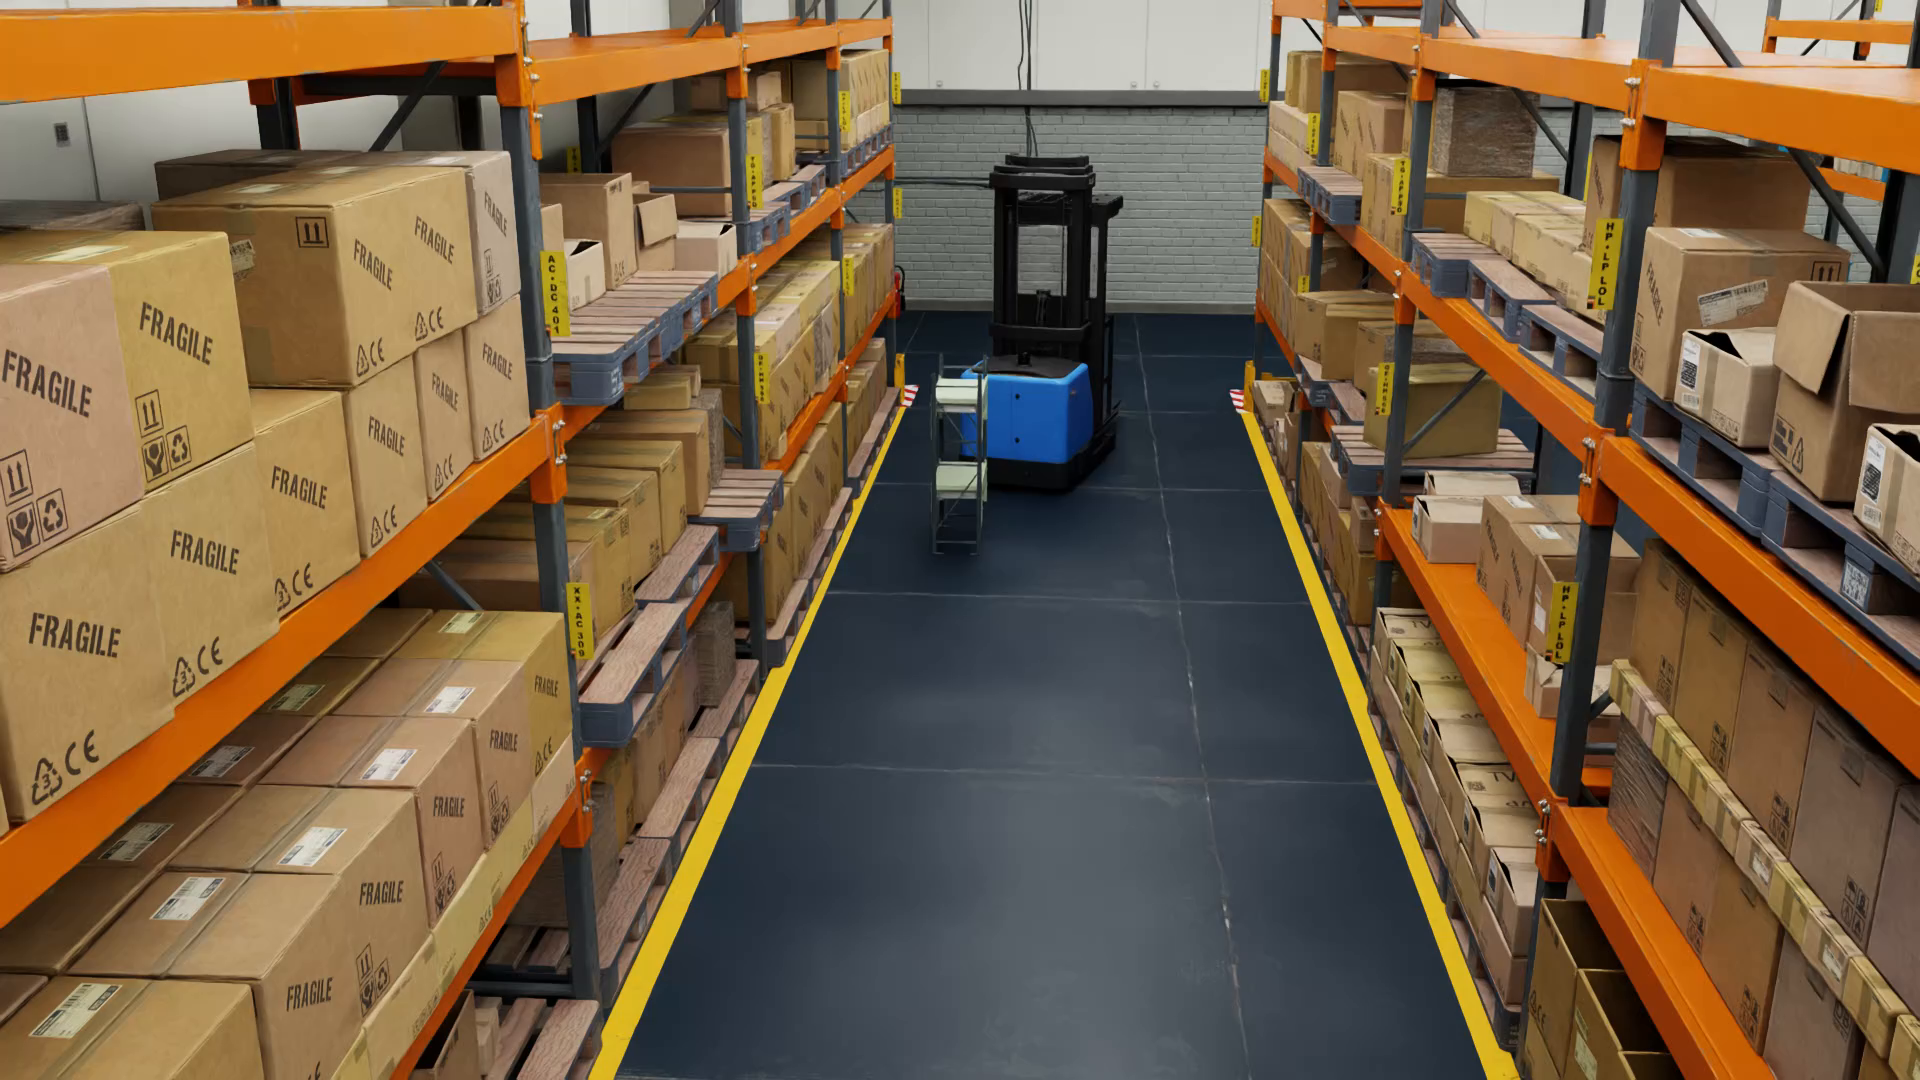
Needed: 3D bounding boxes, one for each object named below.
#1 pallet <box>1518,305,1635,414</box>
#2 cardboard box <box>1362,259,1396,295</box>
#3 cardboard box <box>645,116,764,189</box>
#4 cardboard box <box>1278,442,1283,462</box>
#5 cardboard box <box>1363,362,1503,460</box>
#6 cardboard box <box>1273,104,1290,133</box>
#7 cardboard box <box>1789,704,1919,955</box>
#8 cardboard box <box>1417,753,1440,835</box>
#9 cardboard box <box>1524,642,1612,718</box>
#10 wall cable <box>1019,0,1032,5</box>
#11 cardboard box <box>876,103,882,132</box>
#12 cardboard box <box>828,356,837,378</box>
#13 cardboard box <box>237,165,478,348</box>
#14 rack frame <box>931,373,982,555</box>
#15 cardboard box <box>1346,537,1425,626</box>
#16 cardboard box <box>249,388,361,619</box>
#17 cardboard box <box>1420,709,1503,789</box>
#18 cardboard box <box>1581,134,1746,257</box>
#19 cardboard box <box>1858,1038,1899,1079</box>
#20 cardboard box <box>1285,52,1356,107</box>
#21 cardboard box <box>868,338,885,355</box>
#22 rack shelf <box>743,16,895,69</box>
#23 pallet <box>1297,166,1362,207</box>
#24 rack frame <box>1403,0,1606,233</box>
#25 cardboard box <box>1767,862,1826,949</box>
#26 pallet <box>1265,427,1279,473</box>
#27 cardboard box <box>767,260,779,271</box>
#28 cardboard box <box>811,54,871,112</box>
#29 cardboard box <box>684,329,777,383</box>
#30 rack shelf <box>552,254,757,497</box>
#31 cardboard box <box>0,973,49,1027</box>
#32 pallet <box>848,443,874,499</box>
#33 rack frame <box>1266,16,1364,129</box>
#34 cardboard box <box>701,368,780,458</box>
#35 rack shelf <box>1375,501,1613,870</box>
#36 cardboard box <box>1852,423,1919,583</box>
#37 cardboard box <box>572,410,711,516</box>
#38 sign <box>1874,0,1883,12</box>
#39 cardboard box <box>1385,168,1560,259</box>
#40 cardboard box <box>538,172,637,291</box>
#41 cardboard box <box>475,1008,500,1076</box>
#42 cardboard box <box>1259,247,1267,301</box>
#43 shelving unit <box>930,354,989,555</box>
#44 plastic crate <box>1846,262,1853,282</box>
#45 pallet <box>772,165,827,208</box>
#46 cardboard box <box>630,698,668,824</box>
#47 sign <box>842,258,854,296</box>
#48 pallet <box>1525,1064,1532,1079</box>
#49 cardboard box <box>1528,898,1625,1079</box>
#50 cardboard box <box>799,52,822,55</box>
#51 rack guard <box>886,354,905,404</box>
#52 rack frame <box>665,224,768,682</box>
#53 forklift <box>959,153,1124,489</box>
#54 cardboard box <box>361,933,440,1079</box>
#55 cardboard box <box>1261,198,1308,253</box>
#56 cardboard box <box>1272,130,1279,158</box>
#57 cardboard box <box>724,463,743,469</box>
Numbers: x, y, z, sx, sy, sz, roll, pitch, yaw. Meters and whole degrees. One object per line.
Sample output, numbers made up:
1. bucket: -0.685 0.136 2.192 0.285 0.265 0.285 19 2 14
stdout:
1. pallet: 2.913 -0.769 6.944 0.805 0.209 1.217 1 18 2
2. cardboard box: 3.751 -2.308 14.383 0.500 0.500 0.500 2 18 5
3. cardboard box: -1.776 -2.684 11.611 0.700 0.500 0.500 2 18 7
4. cardboard box: 3.161 -0.801 15.421 0.380 0.149 0.250 1 18 4
5. cardboard box: 3.082 -0.848 10.859 0.700 0.500 0.500 -5 19 -15
6. cardboard box: 3.384 -4.171 16.454 0.500 0.250 0.500 1 18 4
7. cardboard box: 2.729 0.781 4.479 0.700 0.500 0.500 1 18 4
8. cardboard box: 2.716 1.337 8.766 0.500 0.250 0.500 2 18 5
9. cardboard box: 2.743 0.626 7.411 0.396 0.266 0.258 1 18 3
10. wall cable: 2.242 -8.461 22.168 3.097 2.526 0.112 1 18 4
11. cardboard box: -1.042 -4.203 16.522 0.500 0.250 0.500 1 18 2
12. cardboard box: -1.241 -1.455 13.916 0.380 0.149 0.250 2 18 5
13. cardboard box: -1.873 -0.895 5.220 0.500 0.500 0.500 2 18 7
14. rack frame: -0.027 -0.597 13.336 0.400 1.500 0.023 1 18 4
15. cardboard box: 2.982 0.280 11.559 0.500 0.500 0.500 2 18 6
16. cardboard box: -1.967 -0.103 4.409 0.500 0.500 0.500 2 18 7
17. cardboard box: 2.715 1.075 8.666 0.500 0.311 0.500 1 18 3
18. cardboard box: 2.964 -1.439 7.042 0.500 0.500 0.500 3 18 9
19. cardboard box: 2.697 1.572 4.147 0.700 0.500 0.500 1 18 4
20. cardboard box: 3.582 -4.522 16.324 0.700 0.500 0.500 1 18 4
21. cardboard box: -0.996 -2.053 17.671 0.380 0.149 0.250 1 18 3
22. rack shelf: -1.361 -4.695 15.597 1.077 0.370 4.000 1 18 4
23. pallet: 3.320 -2.780 13.076 1.213 0.211 1.003 1 18 4
24. rack frame: 3.150 -3.254 9.402 1.000 3.000 0.127 1 18 4
25. cardboard box: 2.543 1.044 4.718 0.380 0.149 0.250 1 18 3
26. pallet: 3.571 -0.913 16.372 1.003 0.211 1.213 1 18 4
27. cardboard box: -1.798 -2.172 13.861 0.500 0.250 0.500 2 18 6
28. cardboard box: -1.113 -4.241 15.432 0.500 0.500 0.500 1 18 4
29. cardboard box: -1.500 -1.211 10.928 0.500 0.250 0.500 2 18 5
30. rack shelf: -1.935 -0.975 8.419 1.077 0.370 4.000 1 18 4
31. cardboard box: -2.497 1.370 3.928 0.500 0.500 0.500 2 18 5
32. pallet: -1.372 -0.664 15.611 1.003 0.211 1.213 1 18 4
33. rack frame: 3.723 -5.739 16.984 1.000 3.000 0.127 1 18 4
34. cardboard box: -1.502 -0.856 11.048 0.500 0.500 0.500 2 18 6
35. rack shelf: 3.006 0.560 8.552 1.077 0.370 4.000 1 18 4
36. cardboard box: 2.435 -0.104 3.849 0.500 0.311 0.500 3 18 10
37. cardboard box: -1.828 -0.449 9.608 0.700 0.500 0.500 0 18 -1
38. sign: 9.213 -5.466 16.671 0.100 0.325 0.005 1 18 4
39. cardboard box: 3.147 -2.012 10.269 0.910 0.500 0.500 1 18 4
40. cardboard box: -1.871 -1.494 8.012 0.500 0.500 0.500 1 18 2
41. cardboard box: -2.087 2.034 6.742 0.380 0.166 0.250 -1 18 -3
42. cardboard box: 3.428 -2.803 17.500 0.500 0.500 0.500 2 18 5
43. shelving unit: 0.000 -0.711 13.683 0.431 1.500 0.755 1 18 4
44. plastic crate: 8.826 -2.713 17.232 0.616 0.435 0.499 1 18 4
45. pallet: -1.521 -2.803 13.151 0.805 0.209 1.217 1 18 2
46. cardboard box: -1.978 1.161 8.872 0.700 0.500 0.500 1 18 5
47. sign: -0.963 -2.258 14.265 0.100 0.325 0.005 1 18 4
48. pallet: 2.764 2.410 6.228 1.003 0.211 1.213 1 18 4
49. cardboard box: 2.517 1.727 6.372 0.500 0.500 0.500 1 18 4
50. cardboard box: -1.592 -4.413 15.957 0.500 0.500 0.500 1 18 4
51. rack guard: -1.216 -1.817 18.664 1.175 0.500 0.348 1 18 4
52. rack frame: -1.792 -0.512 10.670 1.000 3.000 0.127 1 18 4
53. forklift: 0.934 -2.278 16.167 1.130 2.935 3.031 6 19 17
54. cardboard box: -1.910 1.413 5.003 0.500 0.250 0.500 1 18 4
55. cardboard box: 3.428 -3.278 17.345 0.500 0.500 0.500 2 18 6
56. cardboard box: 3.384 -3.933 16.532 0.500 0.250 0.500 1 18 4
57. cardboard box: -1.537 -0.500 11.002 0.380 0.149 0.250 1 18 3
